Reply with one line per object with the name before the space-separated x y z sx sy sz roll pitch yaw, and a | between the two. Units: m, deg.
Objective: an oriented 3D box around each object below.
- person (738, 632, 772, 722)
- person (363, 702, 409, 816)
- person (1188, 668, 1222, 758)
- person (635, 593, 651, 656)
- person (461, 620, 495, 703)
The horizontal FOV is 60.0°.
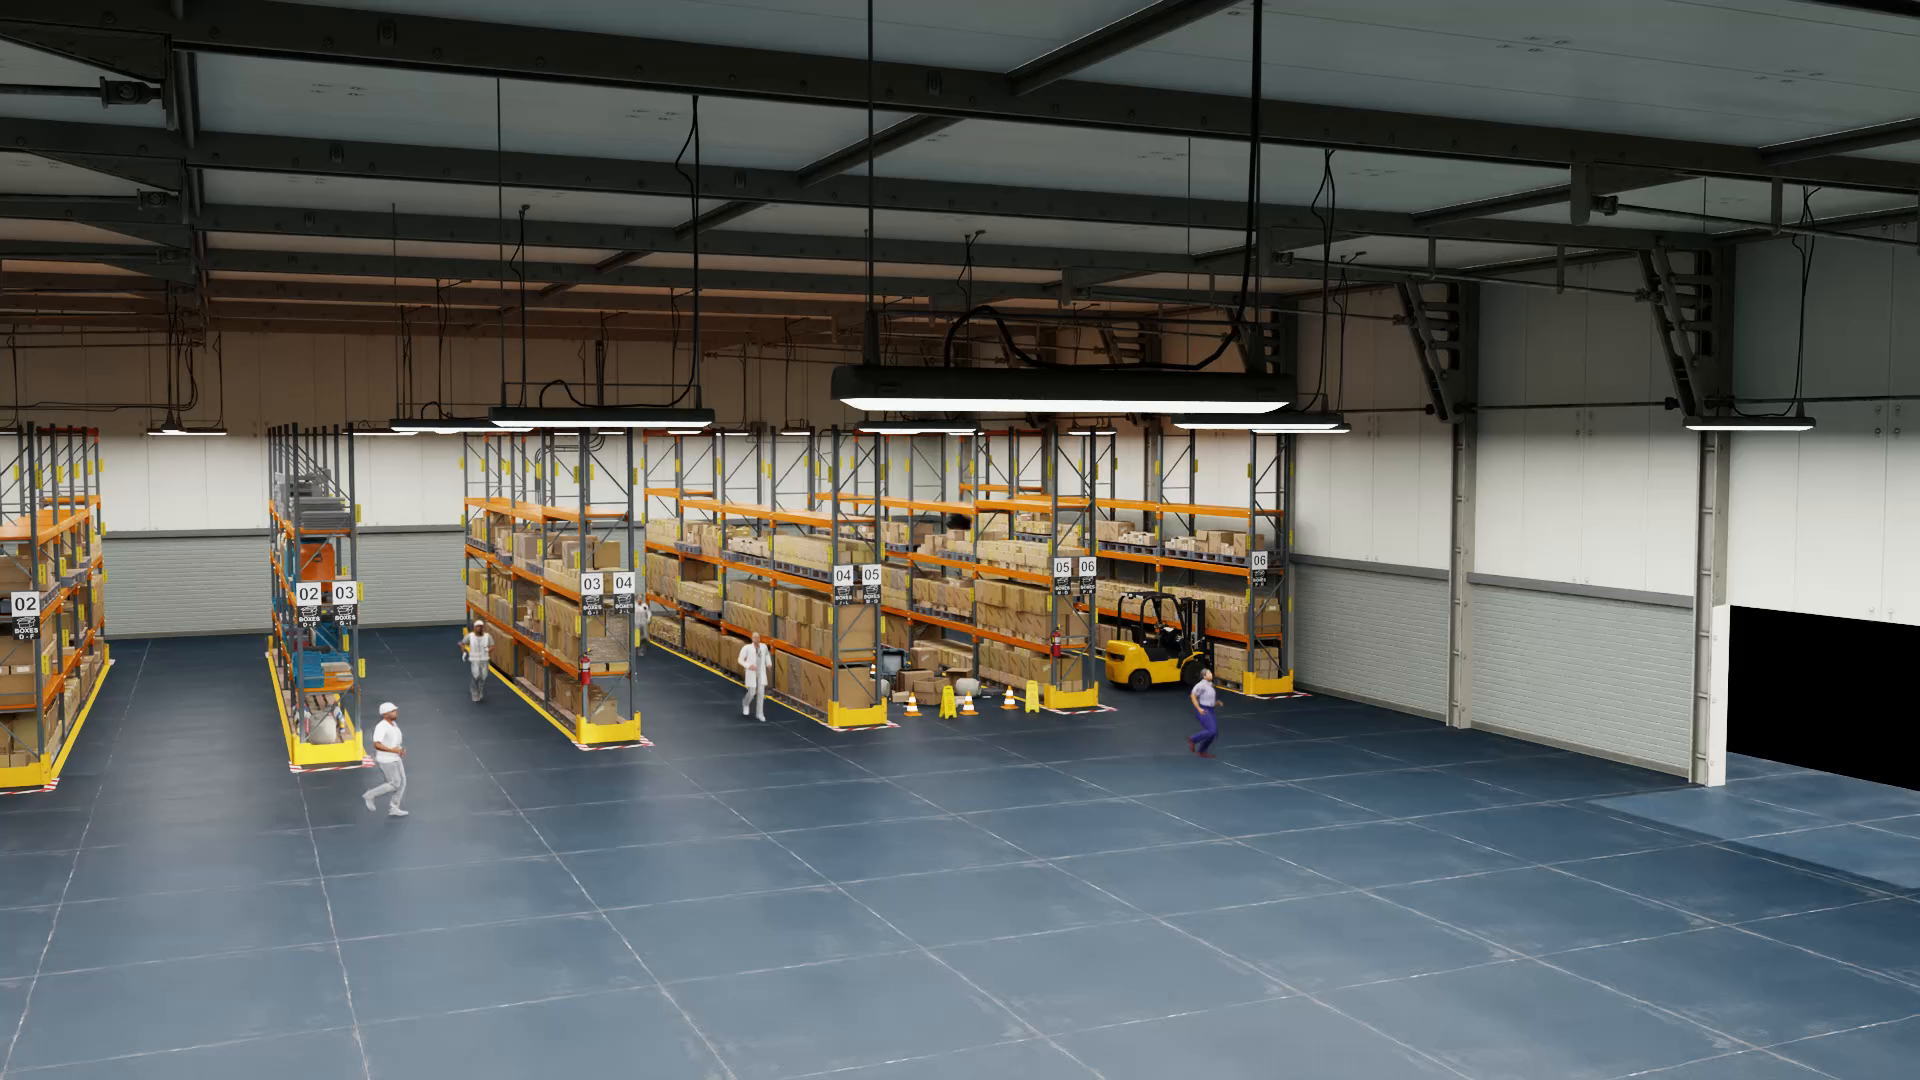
person | -4.184 2.765 33.970 0.736 1.789 0.898 -2 4 -27
person | -8.681 3.318 25.174 0.668 1.725 0.704 0 3 -1
person | 4.403 3.105 29.809 0.559 1.612 0.634 2 4 27
person | -8.367 2.224 43.628 0.589 1.653 0.528 -1 4 -20
person | -10.410 2.634 36.015 0.664 1.785 0.697 -2 4 -28
